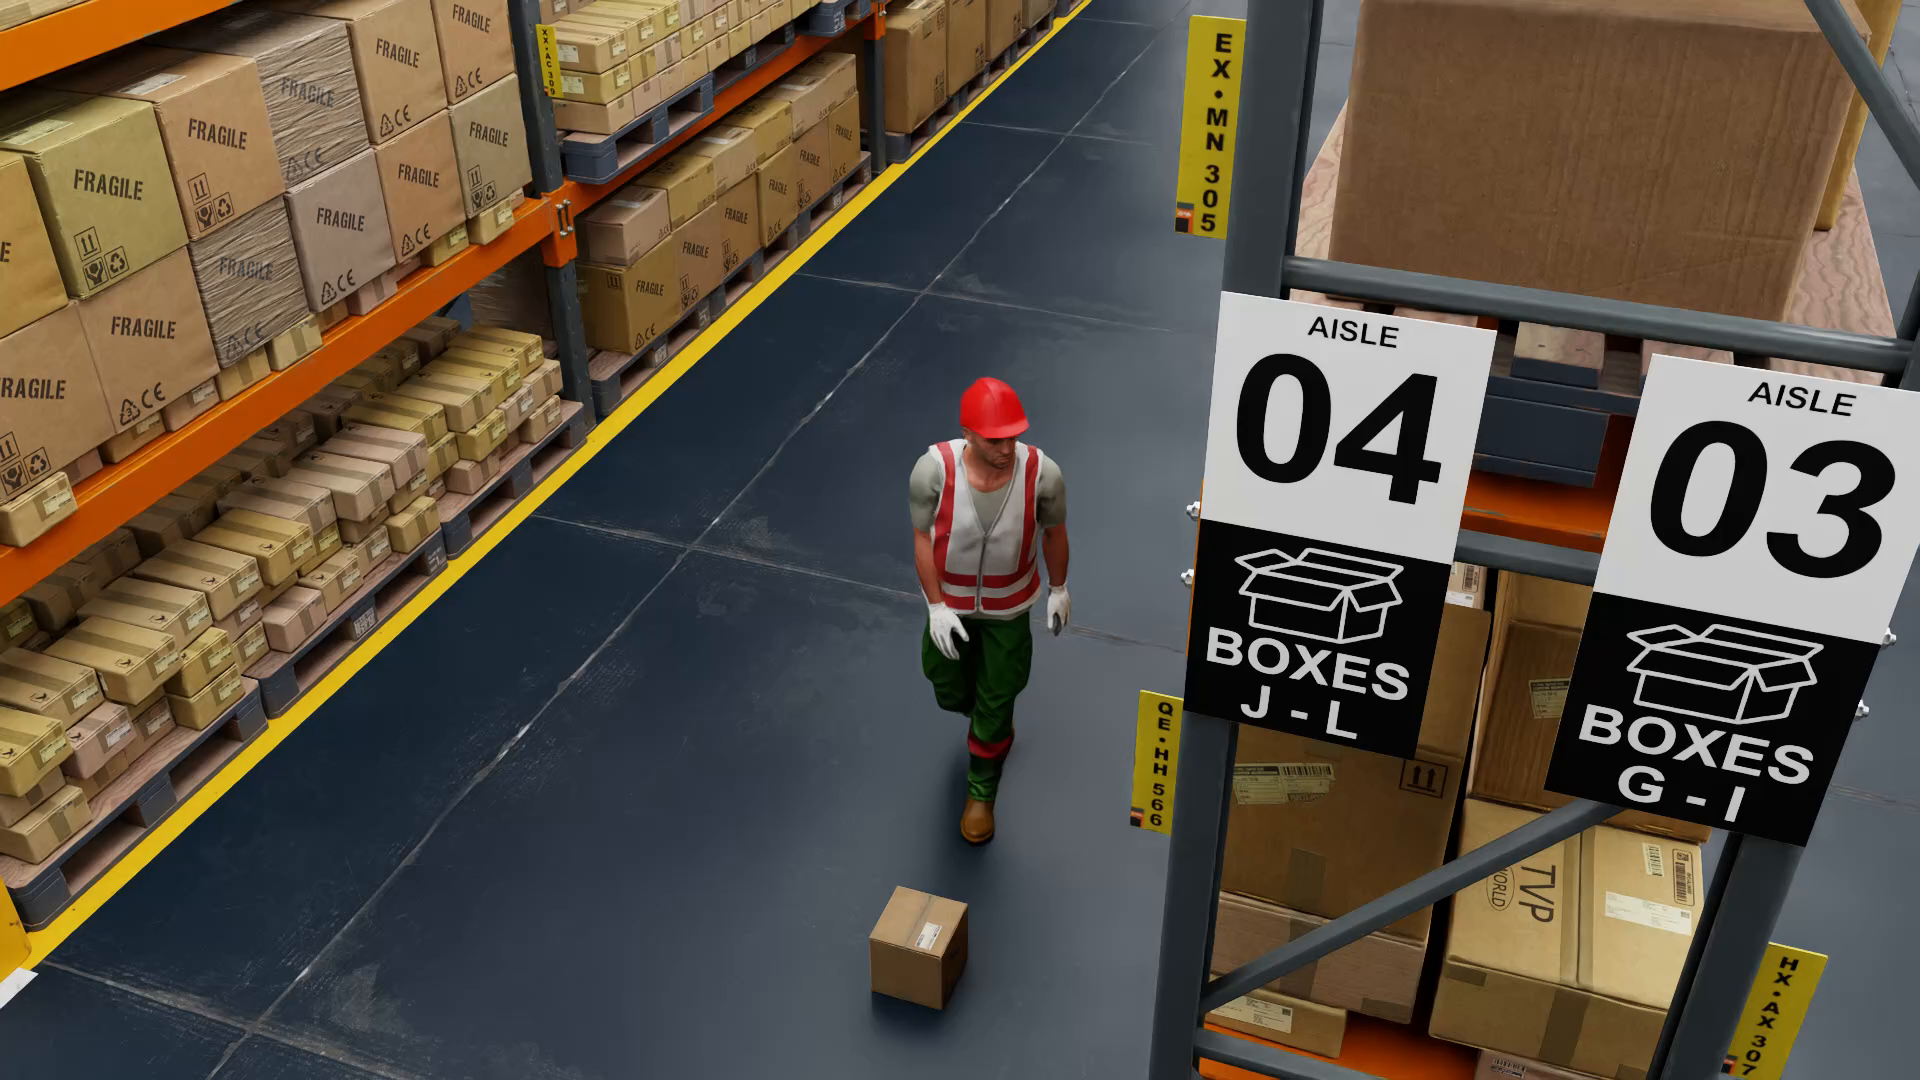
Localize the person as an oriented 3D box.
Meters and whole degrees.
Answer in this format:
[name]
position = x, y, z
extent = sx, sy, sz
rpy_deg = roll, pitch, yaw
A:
[person]
position = 5.058, -1.846, 8.959
extent = 10.024, 1.784, 8.701
rpy_deg = 2, 33, 3
